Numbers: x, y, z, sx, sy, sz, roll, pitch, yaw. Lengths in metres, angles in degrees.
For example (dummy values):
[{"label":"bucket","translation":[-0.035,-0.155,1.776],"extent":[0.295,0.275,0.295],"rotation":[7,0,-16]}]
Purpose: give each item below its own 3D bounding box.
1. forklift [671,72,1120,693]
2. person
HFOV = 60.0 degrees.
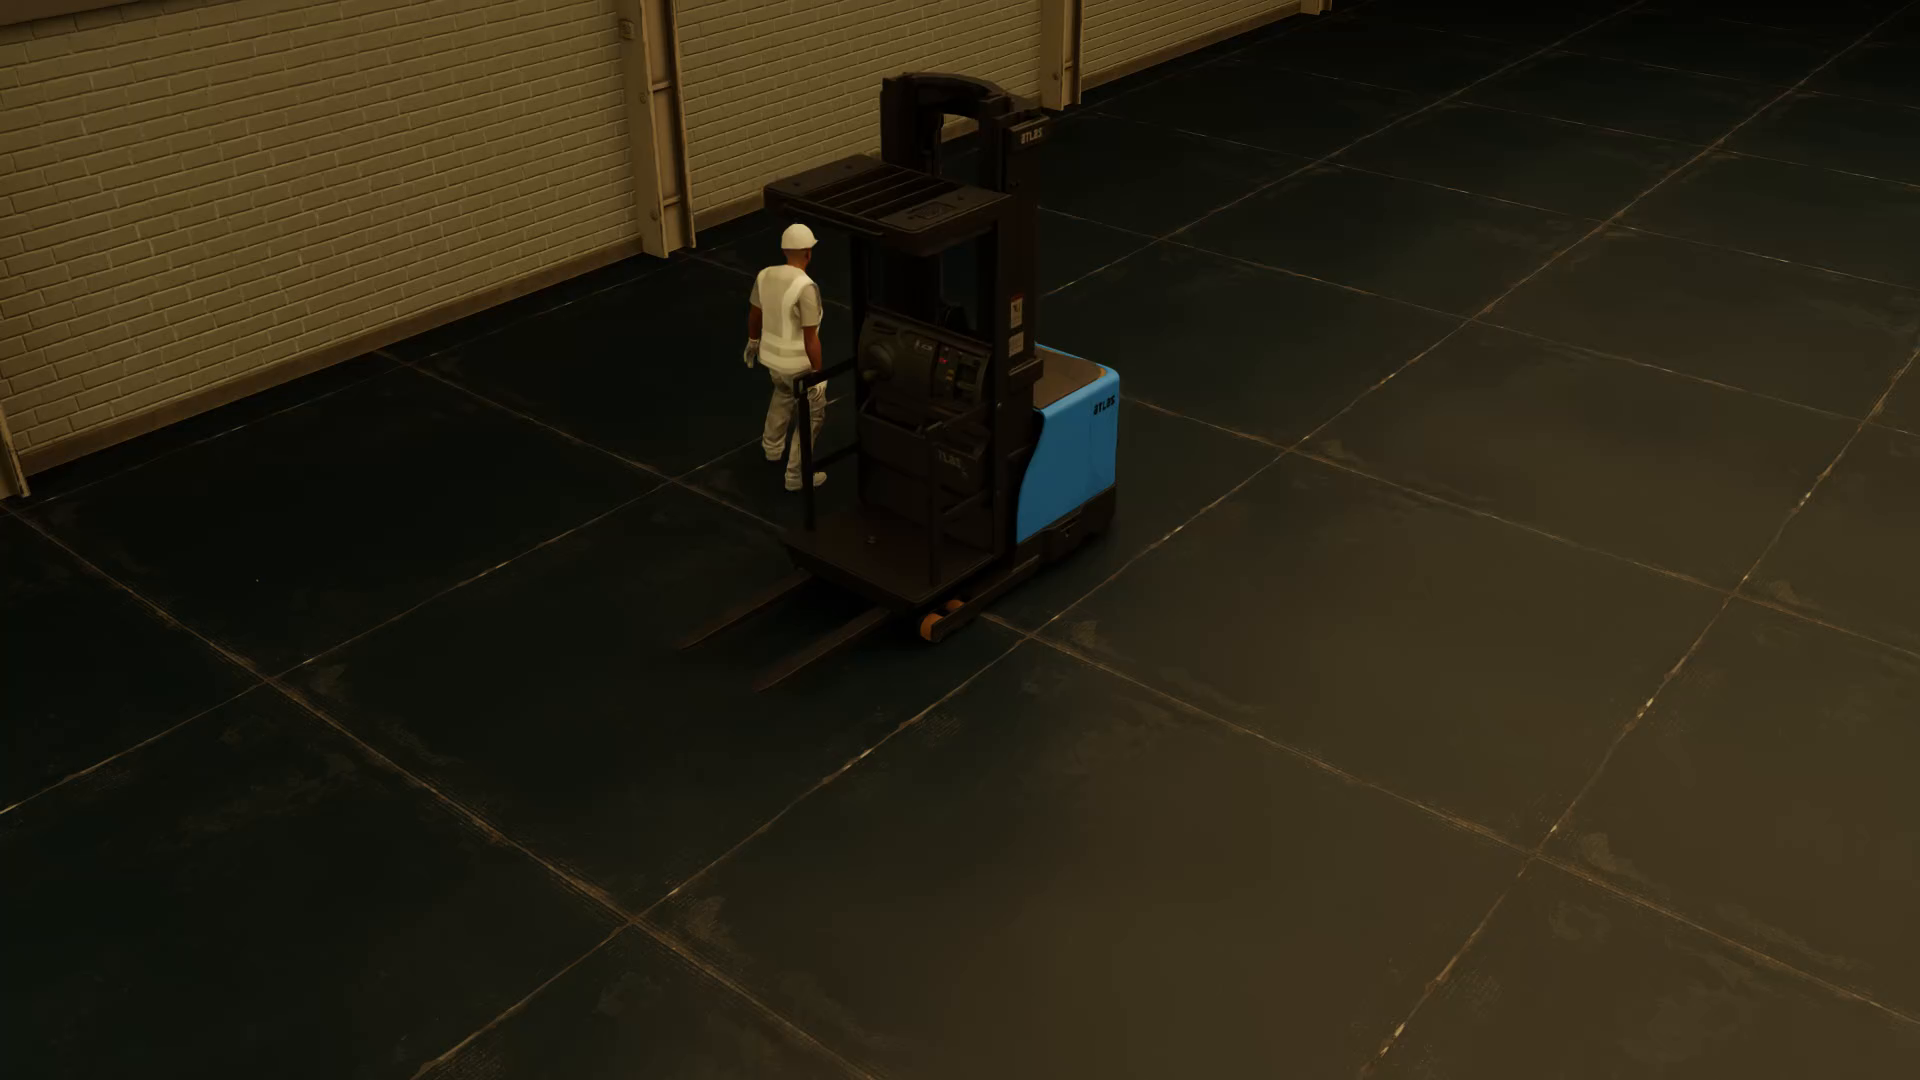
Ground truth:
[{"label":"forklift","translation":[-0.346,-0.966,9.248],"extent":[1.130,2.935,3.031],"rotation":[23,37,34]},{"label":"person","translation":[-1.068,-1.199,10.831],"extent":[0.457,1.743,0.878],"rotation":[-25,38,-36]}]
